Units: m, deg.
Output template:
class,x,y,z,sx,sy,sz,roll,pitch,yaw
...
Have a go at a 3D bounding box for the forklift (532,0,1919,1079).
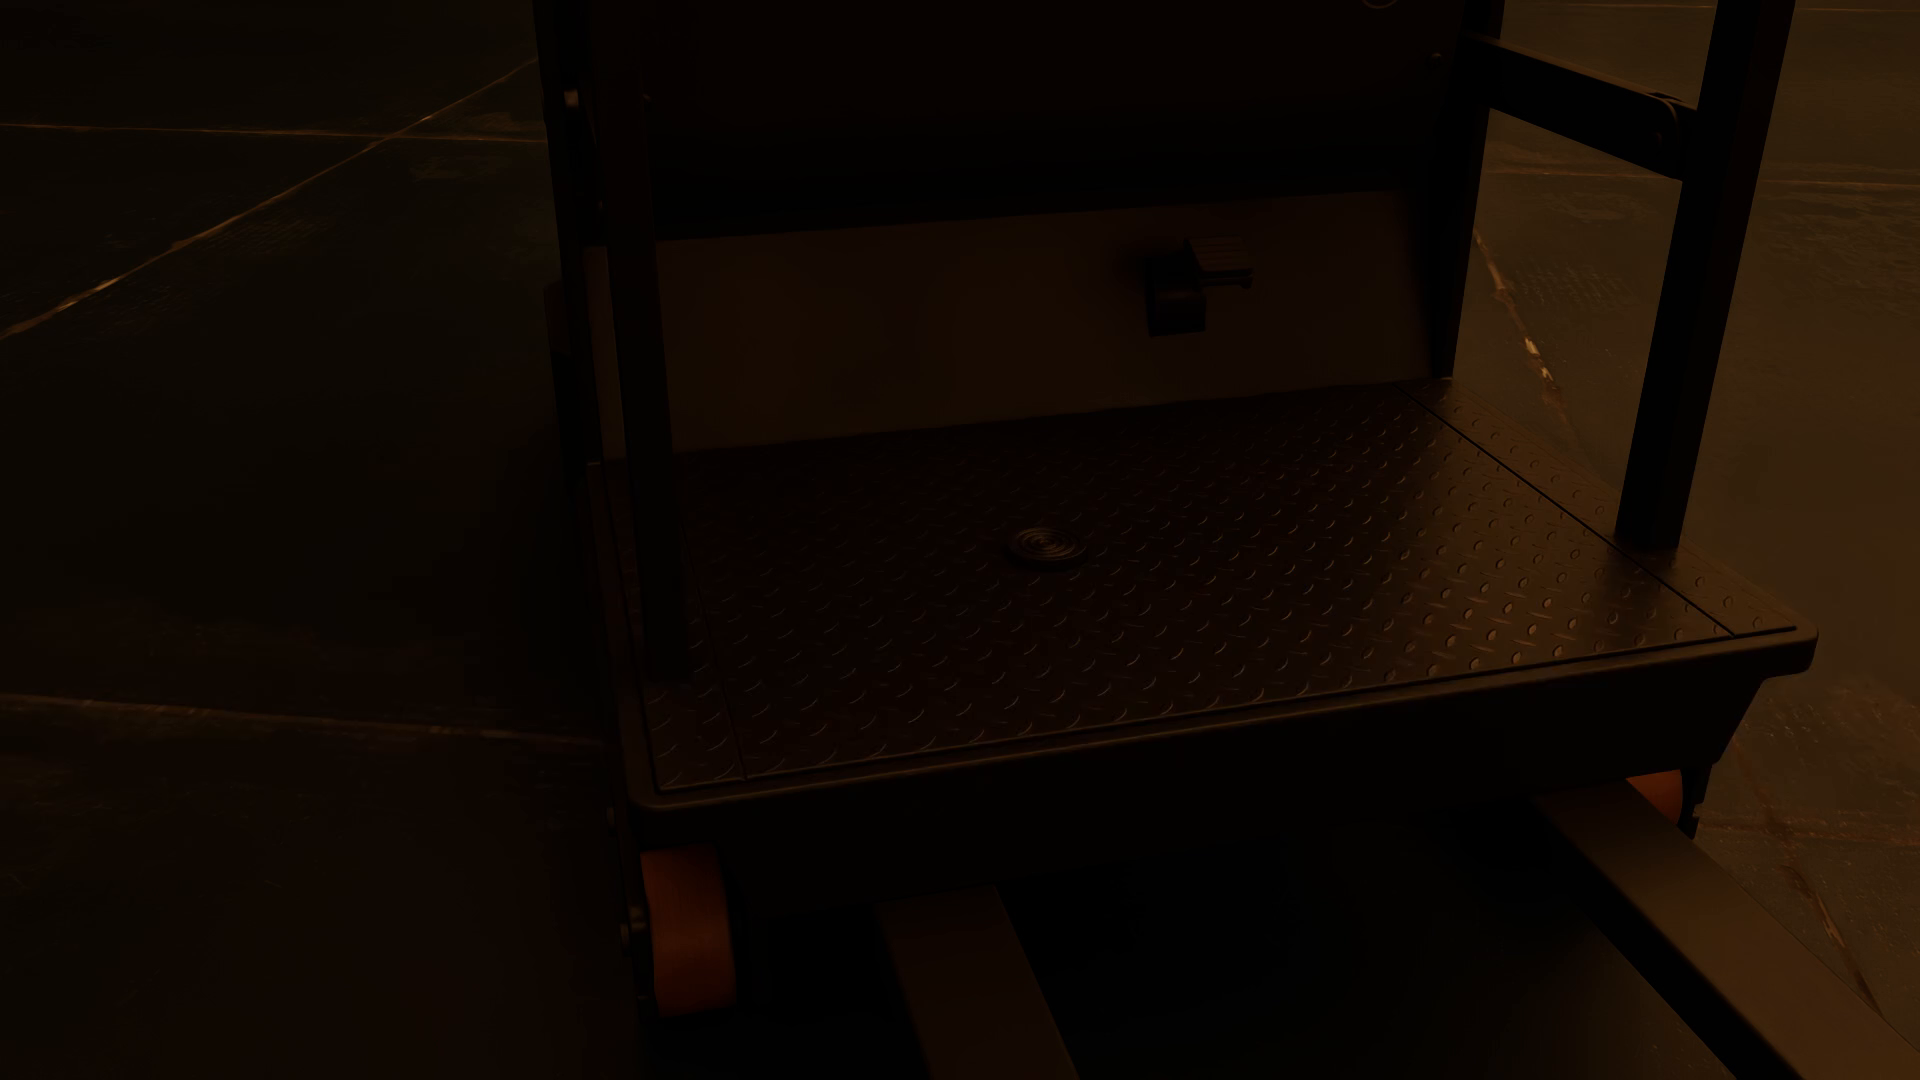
class,x,y,z,sx,sy,sz,roll,pitch,yaw
forklift,0.153,-1.049,1.319,1.130,2.935,3.031,-7,27,-13
